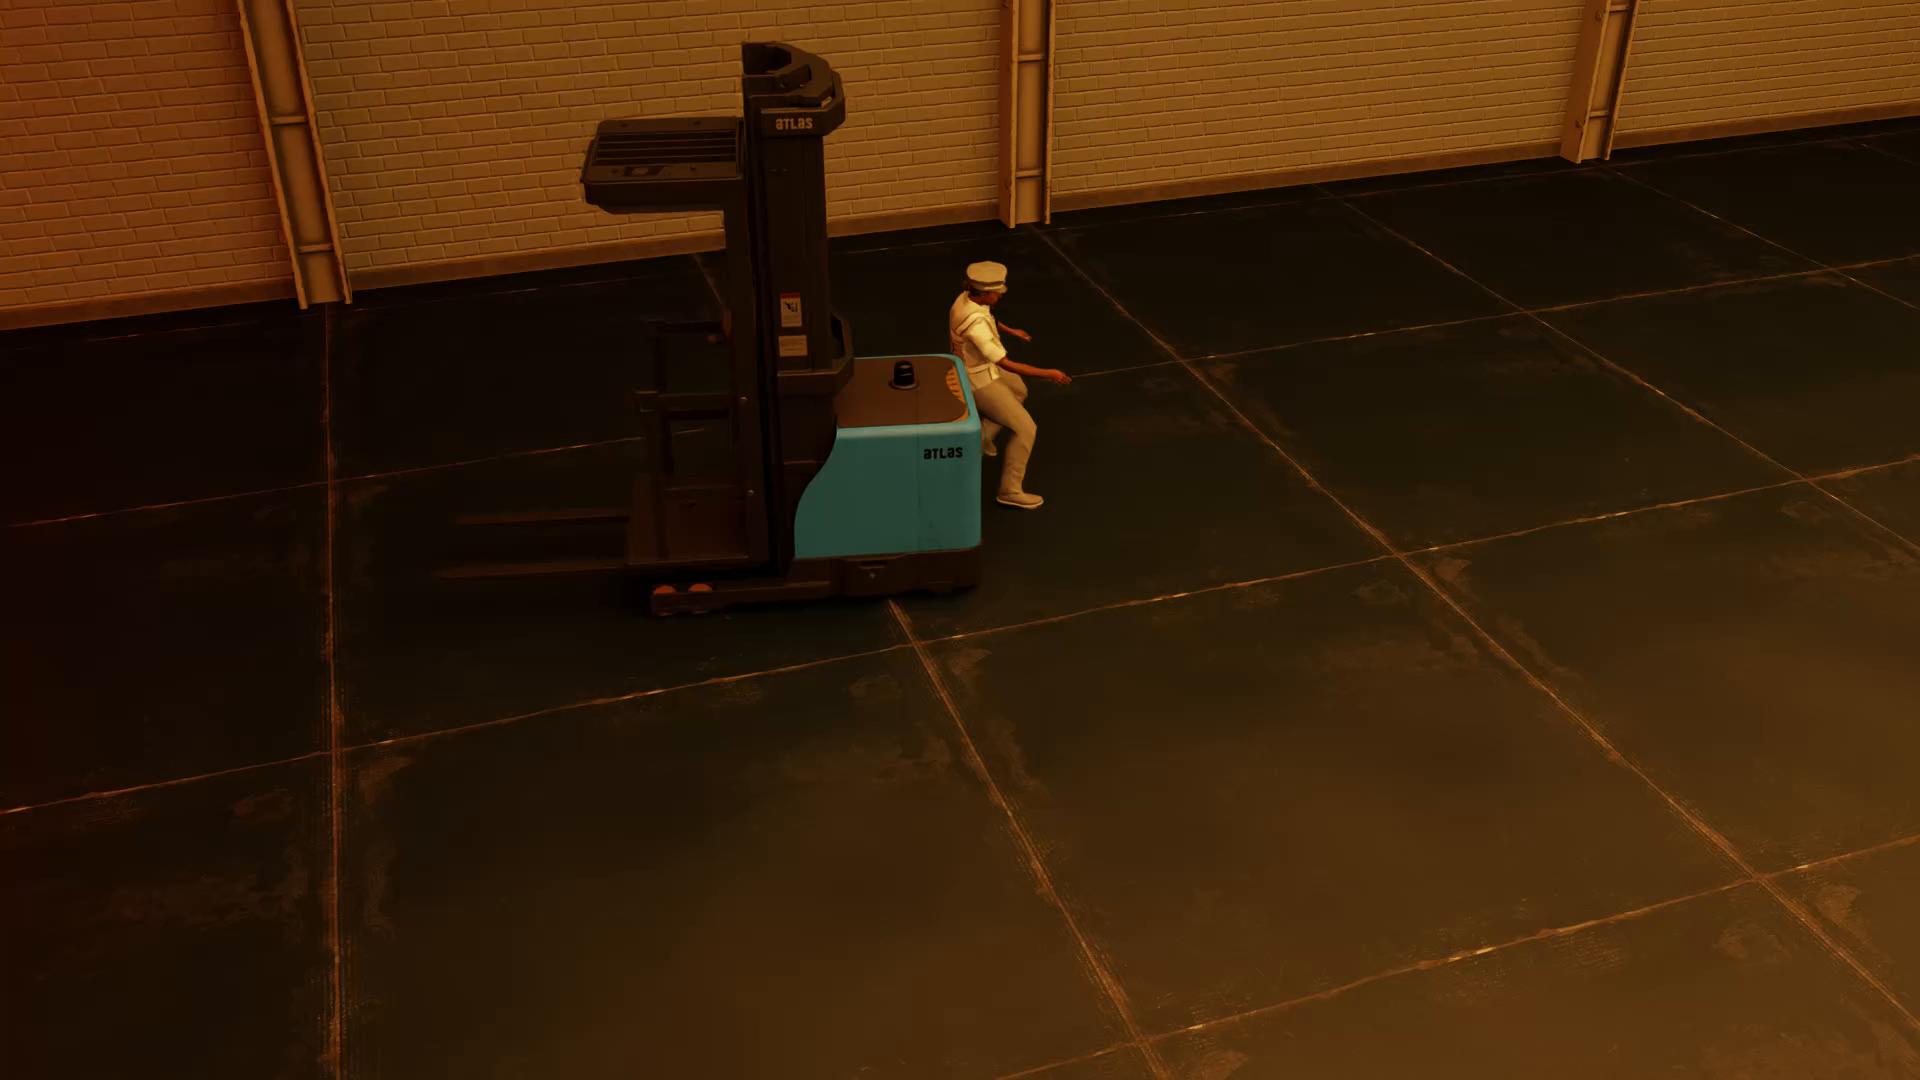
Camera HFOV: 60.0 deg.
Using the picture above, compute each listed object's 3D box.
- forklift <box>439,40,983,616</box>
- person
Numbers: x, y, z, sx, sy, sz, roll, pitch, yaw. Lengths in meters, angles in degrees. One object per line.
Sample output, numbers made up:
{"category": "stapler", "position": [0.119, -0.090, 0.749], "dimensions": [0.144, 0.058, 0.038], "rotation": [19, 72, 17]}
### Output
{"category": "forklift", "position": [-1.423, -1.124, 9.041], "dimensions": [3.031, 2.935, 1.130], "rotation": [-3, 30, -6]}
{"category": "person", "position": [0.294, -1.021, 10.322], "dimensions": [0.714, 1.469, 0.789], "rotation": [-3, 30, -5]}
